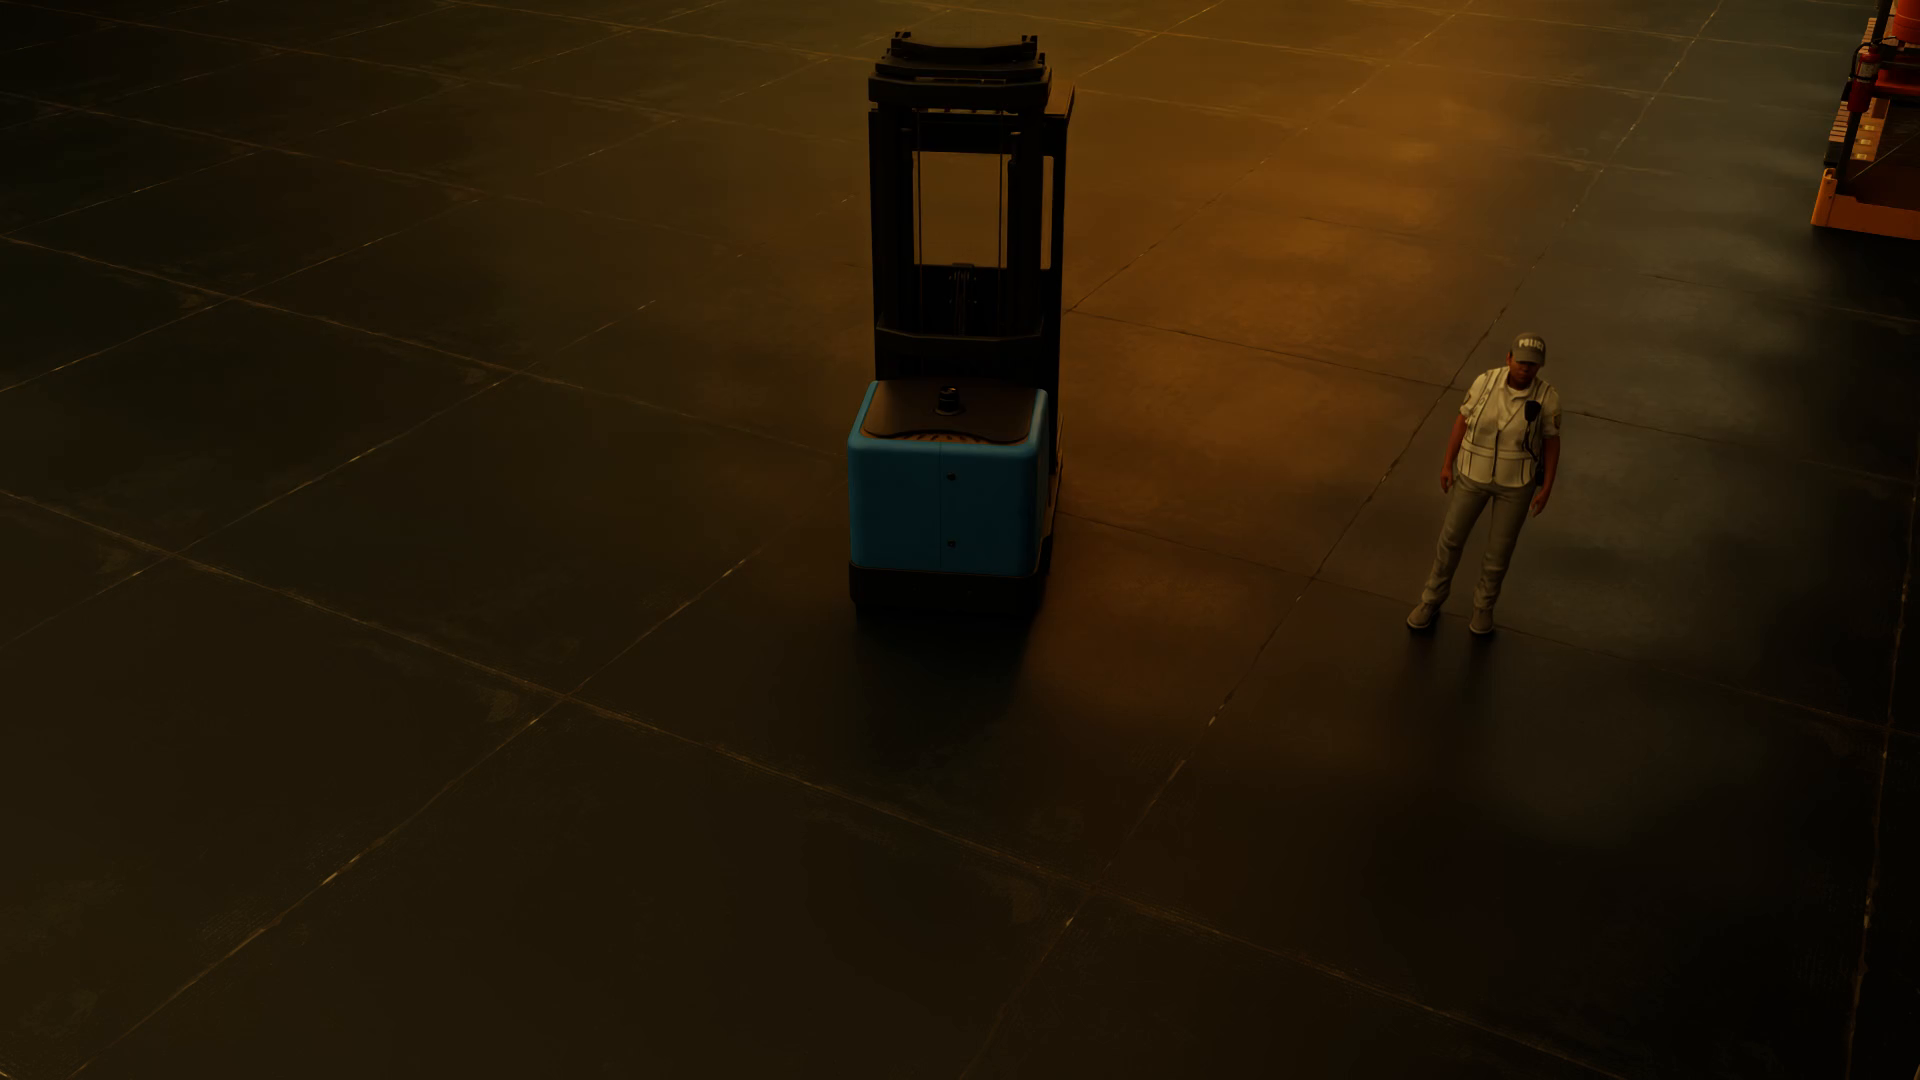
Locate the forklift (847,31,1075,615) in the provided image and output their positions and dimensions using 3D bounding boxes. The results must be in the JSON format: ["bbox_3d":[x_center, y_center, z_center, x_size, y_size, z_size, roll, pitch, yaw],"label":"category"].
[{"bbox_3d":[0.072,-1.572,9.794,1.130,2.935,3.031,3,30,6],"label":"forklift"}]

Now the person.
[{"bbox_3d":[2.823,-0.290,8.829,0.597,1.672,0.513,13,33,22],"label":"person"}]
